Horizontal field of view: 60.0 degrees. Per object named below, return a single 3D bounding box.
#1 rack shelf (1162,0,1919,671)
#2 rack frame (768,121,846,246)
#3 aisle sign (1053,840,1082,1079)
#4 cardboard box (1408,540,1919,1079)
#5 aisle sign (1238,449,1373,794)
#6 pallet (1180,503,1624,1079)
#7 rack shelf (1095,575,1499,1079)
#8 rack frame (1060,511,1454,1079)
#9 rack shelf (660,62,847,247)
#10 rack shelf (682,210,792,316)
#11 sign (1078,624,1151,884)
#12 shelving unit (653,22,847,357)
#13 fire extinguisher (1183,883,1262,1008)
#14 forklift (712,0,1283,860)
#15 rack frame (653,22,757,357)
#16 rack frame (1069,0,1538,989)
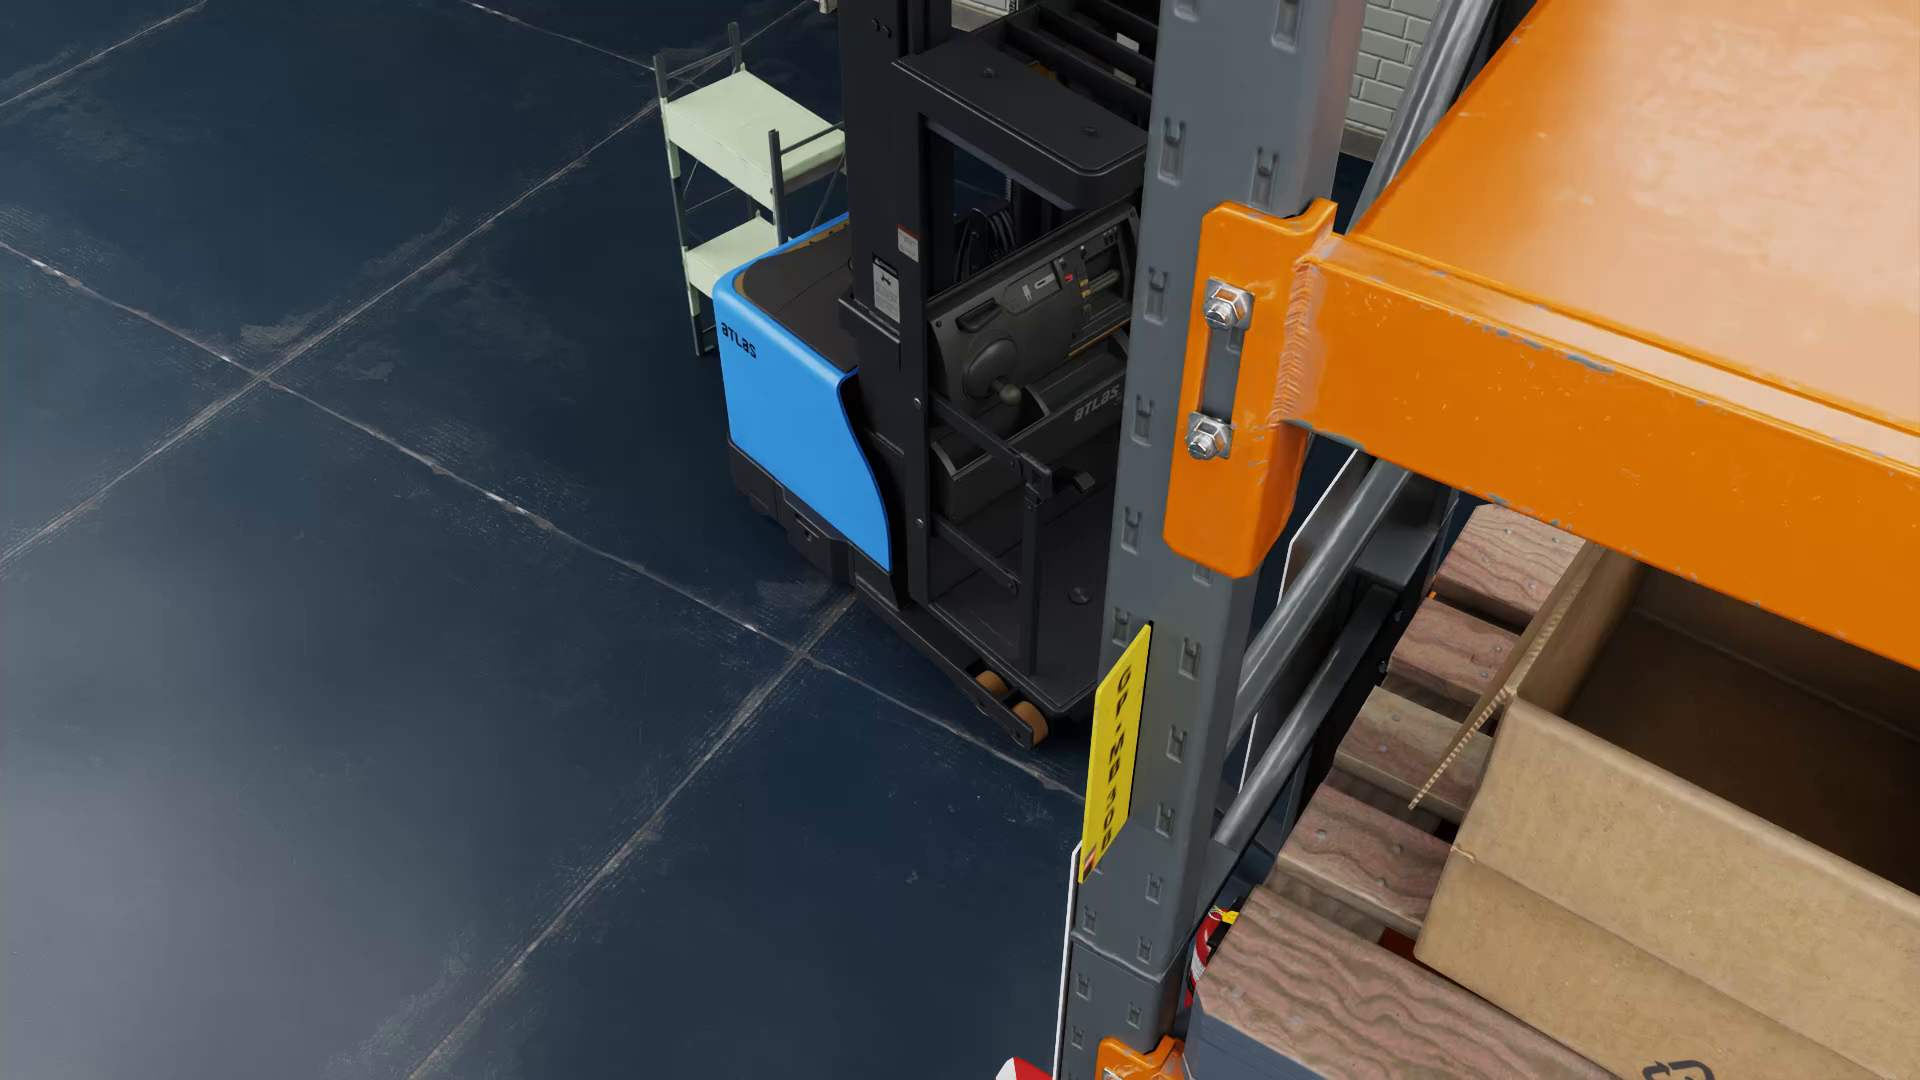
[{"bbox_3d":[2.143,0.342,0.923,4.000,0.370,1.077,25,51,22],"label":"rack shelf"},{"bbox_3d":[-0.552,-1.071,6.744,0.400,1.500,0.023,-33,54,-28],"label":"rack frame"},{"bbox_3d":[0.239,0.522,2.339,0.004,0.787,0.394,25,51,22],"label":"aisle sign"},{"bbox_3d":[0.941,0.217,1.894,0.637,0.503,0.797,28,52,25],"label":"cardboard box"},{"bbox_3d":[0.563,0.160,2.691,0.004,0.787,0.394,25,51,22],"label":"aisle sign"},{"bbox_3d":[1.041,0.543,2.101,1.213,0.211,1.003,25,51,22],"label":"pallet"},{"bbox_3d":[2.143,1.248,1.856,4.000,0.370,1.077,25,51,22],"label":"rack shelf"},{"bbox_3d":[0.460,1.268,3.426,0.127,3.000,1.000,25,51,22],"label":"rack frame"},{"bbox_3d":[-0.799,-1.536,6.653,0.431,0.370,0.720,-33,54,-28],"label":"rack shelf"},{"bbox_3d":[-0.799,-1.037,7.167,0.431,0.370,0.720,-33,54,-28],"label":"rack shelf"},{"bbox_3d":[0.155,0.224,1.685,0.005,0.325,0.100,25,51,22],"label":"sign"},{"bbox_3d":[-0.799,-1.264,6.933,0.431,1.500,0.755,-33,54,-28],"label":"shelving unit"},{"bbox_3d":[0.611,0.969,3.771,0.183,0.674,0.296,25,51,22],"label":"fire extinguisher"},{"bbox_3d":[0.419,-0.691,5.378,1.130,2.935,3.031,-33,54,-28],"label":"forklift"},{"bbox_3d":[-1.045,-1.458,7.121,0.400,1.500,0.023,-33,54,-28],"label":"rack frame"},{"bbox_3d":[0.460,-0.822,1.274,0.127,3.000,1.000,25,51,22],"label":"rack frame"}]
